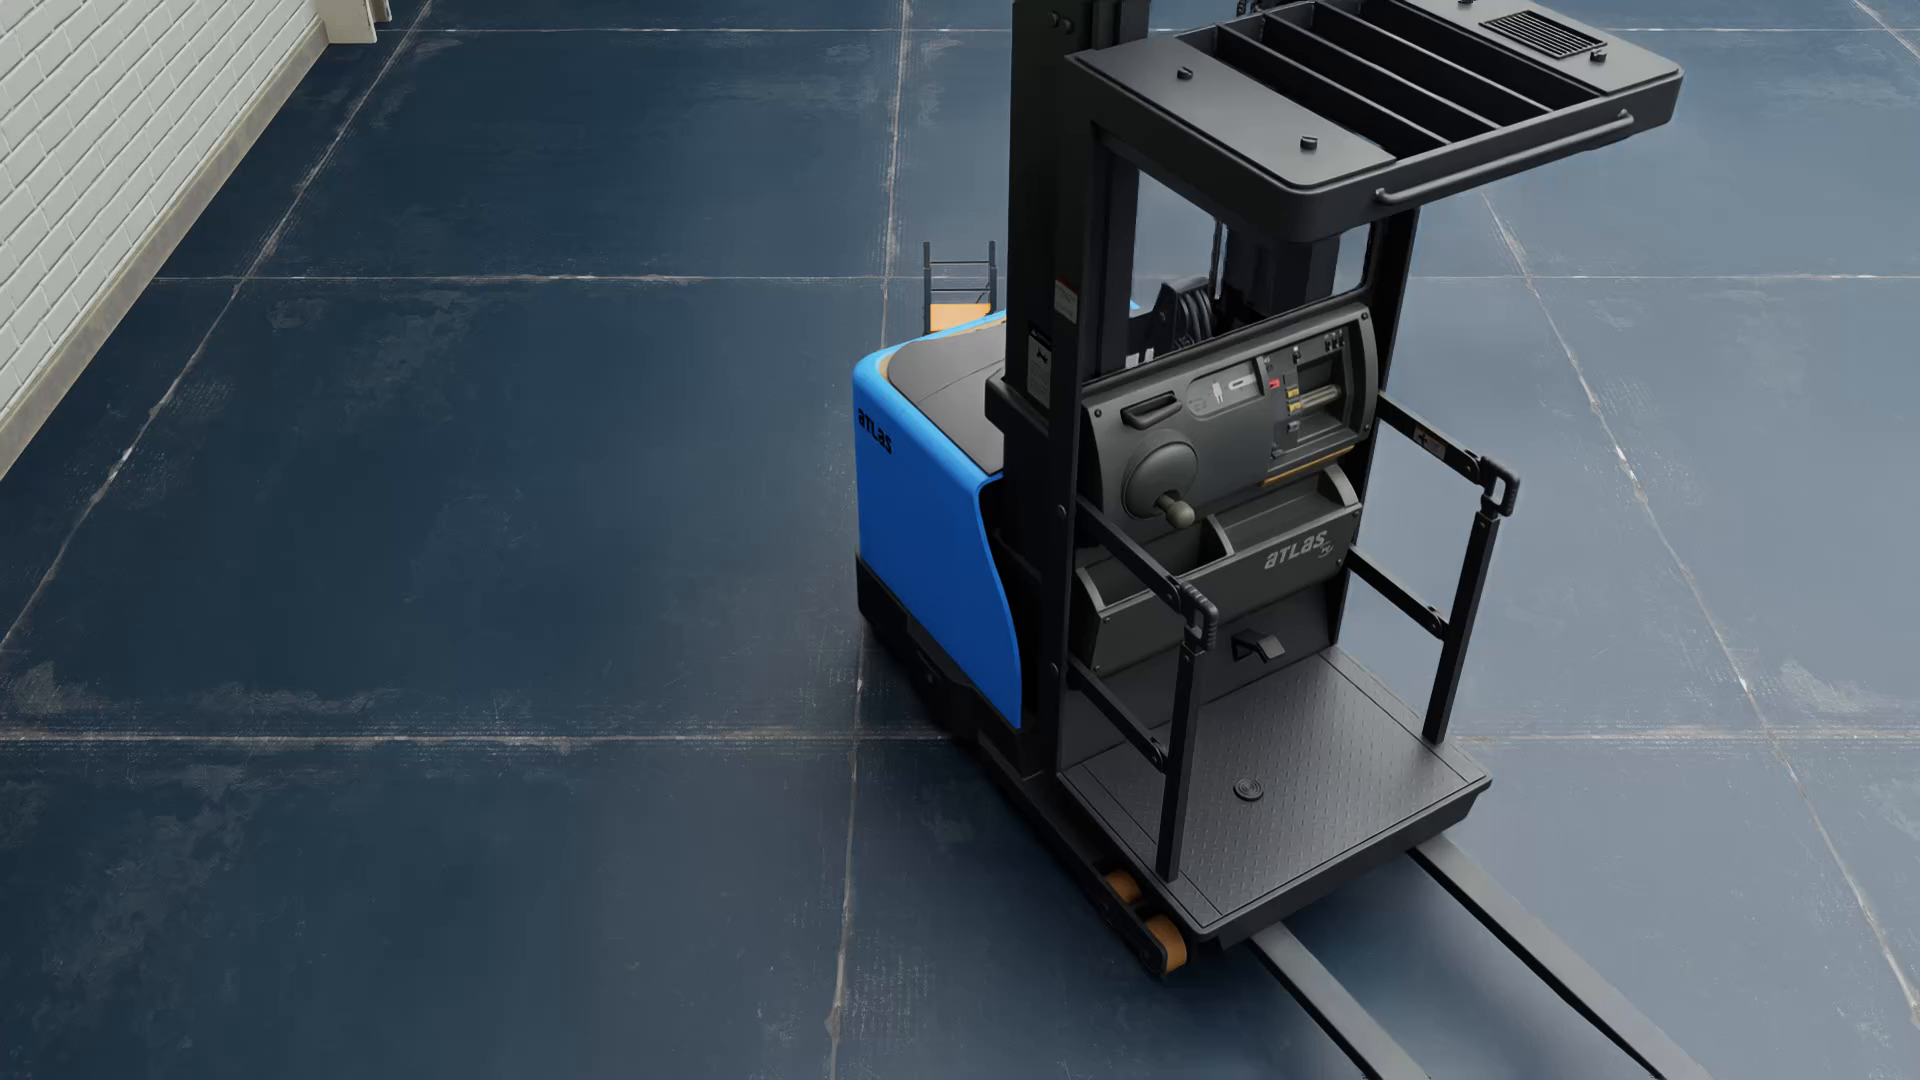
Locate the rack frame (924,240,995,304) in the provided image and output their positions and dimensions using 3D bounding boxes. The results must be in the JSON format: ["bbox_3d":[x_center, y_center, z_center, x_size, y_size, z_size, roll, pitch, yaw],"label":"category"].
[{"bbox_3d":[-0.003,-0.536,5.959,0.240,1.200,0.006,-1,39,-1],"label":"rack frame"}]

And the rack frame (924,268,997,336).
[{"bbox_3d":[0.000,-0.422,5.816,0.240,1.200,0.006,-1,39,-1],"label":"rack frame"}]

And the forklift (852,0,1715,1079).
[{"bbox_3d":[0.843,-0.253,4.222,1.130,2.935,3.031,-21,43,-24],"label":"forklift"}]

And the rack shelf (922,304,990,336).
[{"bbox_3d":[-0.001,-0.725,5.690,0.258,0.103,0.180,-1,39,-1],"label":"rack shelf"}]

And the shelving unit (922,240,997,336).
[{"bbox_3d":[-0.002,-0.479,5.887,0.258,1.200,0.189,-1,39,-1],"label":"shelving unit"}]
